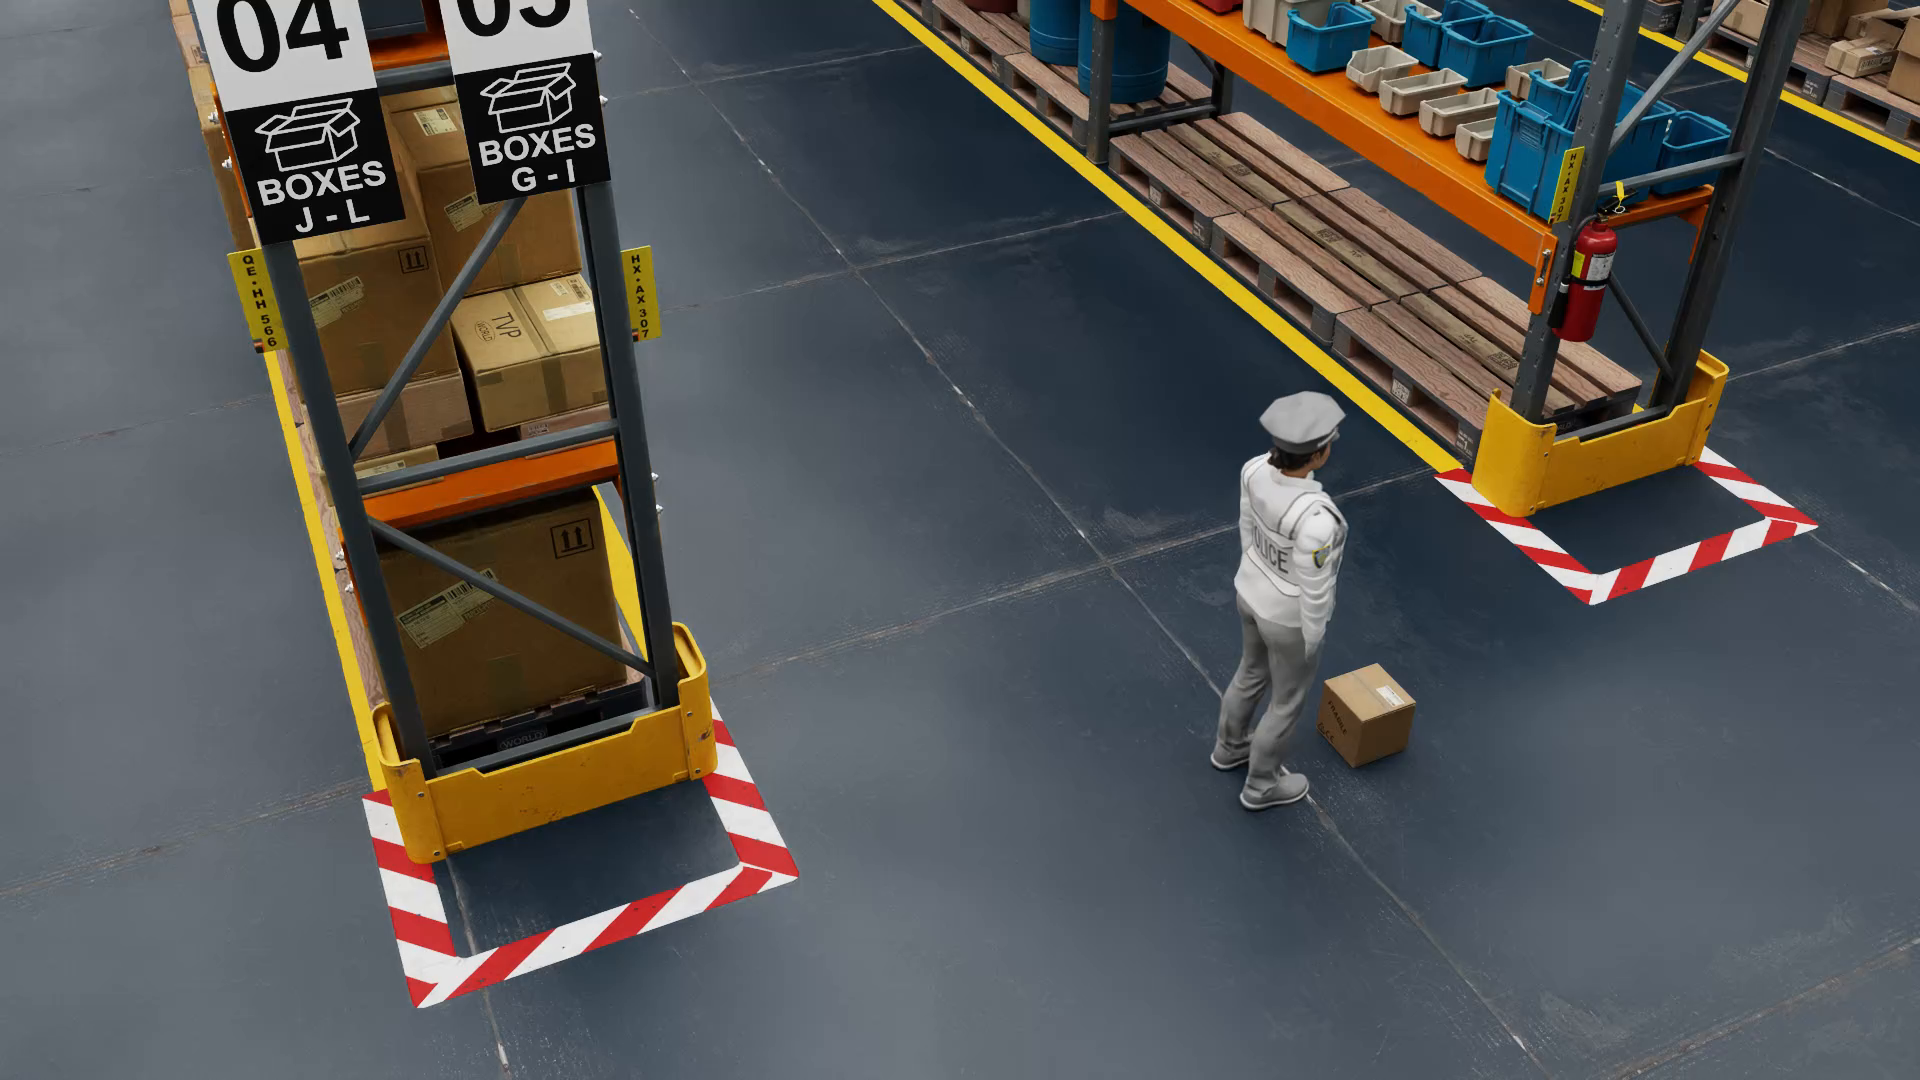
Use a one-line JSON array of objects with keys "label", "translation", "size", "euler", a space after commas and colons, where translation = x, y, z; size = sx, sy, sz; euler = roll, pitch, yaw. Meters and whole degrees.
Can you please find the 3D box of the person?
[{"label": "person", "translation": [1.138, 0.227, 5.853], "size": [0.329, 1.669, 0.468], "euler": [-15, 40, -19]}]
